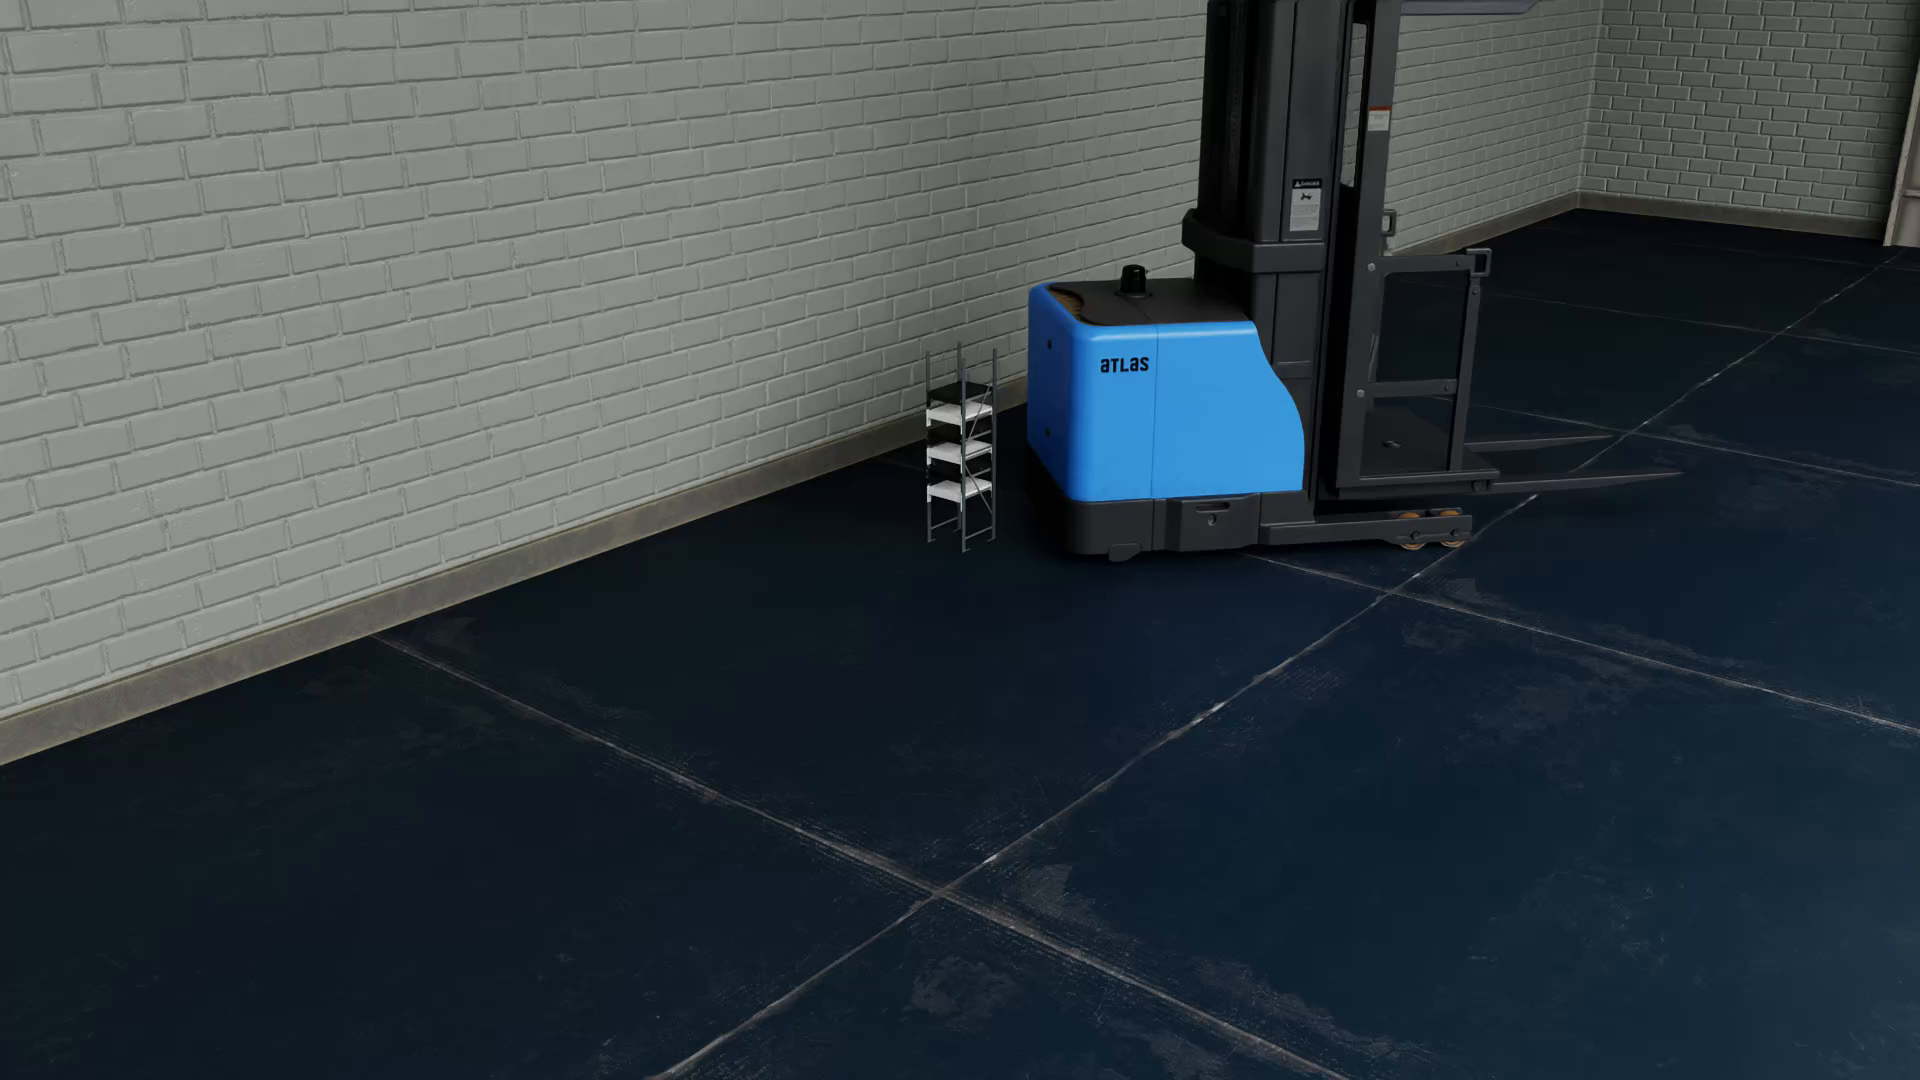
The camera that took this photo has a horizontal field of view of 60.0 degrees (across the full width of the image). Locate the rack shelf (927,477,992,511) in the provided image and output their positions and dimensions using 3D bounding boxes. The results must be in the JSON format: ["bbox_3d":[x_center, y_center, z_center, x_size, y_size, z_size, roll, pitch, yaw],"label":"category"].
[{"bbox_3d":[0.006,-0.220,7.580,0.200,0.077,0.258,16,26,36],"label":"rack shelf"}]

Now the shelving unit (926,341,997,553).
[{"bbox_3d":[0.006,-0.419,7.505,0.210,0.900,0.258,16,26,36],"label":"shelving unit"}]

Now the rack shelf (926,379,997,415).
[{"bbox_3d":[0.006,-0.641,7.421,0.200,0.077,0.258,16,26,36],"label":"rack shelf"}]

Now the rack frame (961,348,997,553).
[{"bbox_3d":[0.085,-0.397,7.444,0.006,0.900,0.240,16,26,36],"label":"rack frame"}]

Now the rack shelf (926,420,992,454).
[{"bbox_3d":[0.006,-0.472,7.485,0.200,0.077,0.258,16,26,36],"label":"rack shelf"}]

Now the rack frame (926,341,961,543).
[{"bbox_3d":[-0.072,-0.442,7.565,0.006,0.900,0.240,16,26,36],"label":"rack frame"}]

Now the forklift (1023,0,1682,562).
[{"bbox_3d":[1.876,-1.506,7.507,3.031,2.935,1.130,-3,21,-9],"label":"forklift"}]

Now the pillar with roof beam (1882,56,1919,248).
[{"bbox_3d":[5.552,-5.594,9.750,0.400,9.000,9.100,16,26,36],"label":"pillar with roof beam"}]

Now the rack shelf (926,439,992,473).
[{"bbox_3d":[0.006,-0.388,7.516,0.200,0.077,0.258,16,26,36],"label":"rack shelf"}]

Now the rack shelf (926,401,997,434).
[{"bbox_3d":[0.006,-0.556,7.453,0.200,0.077,0.258,16,26,36],"label":"rack shelf"}]

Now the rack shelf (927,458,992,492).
[{"bbox_3d":[0.006,-0.304,7.548,0.200,0.077,0.258,16,26,36],"label":"rack shelf"}]
